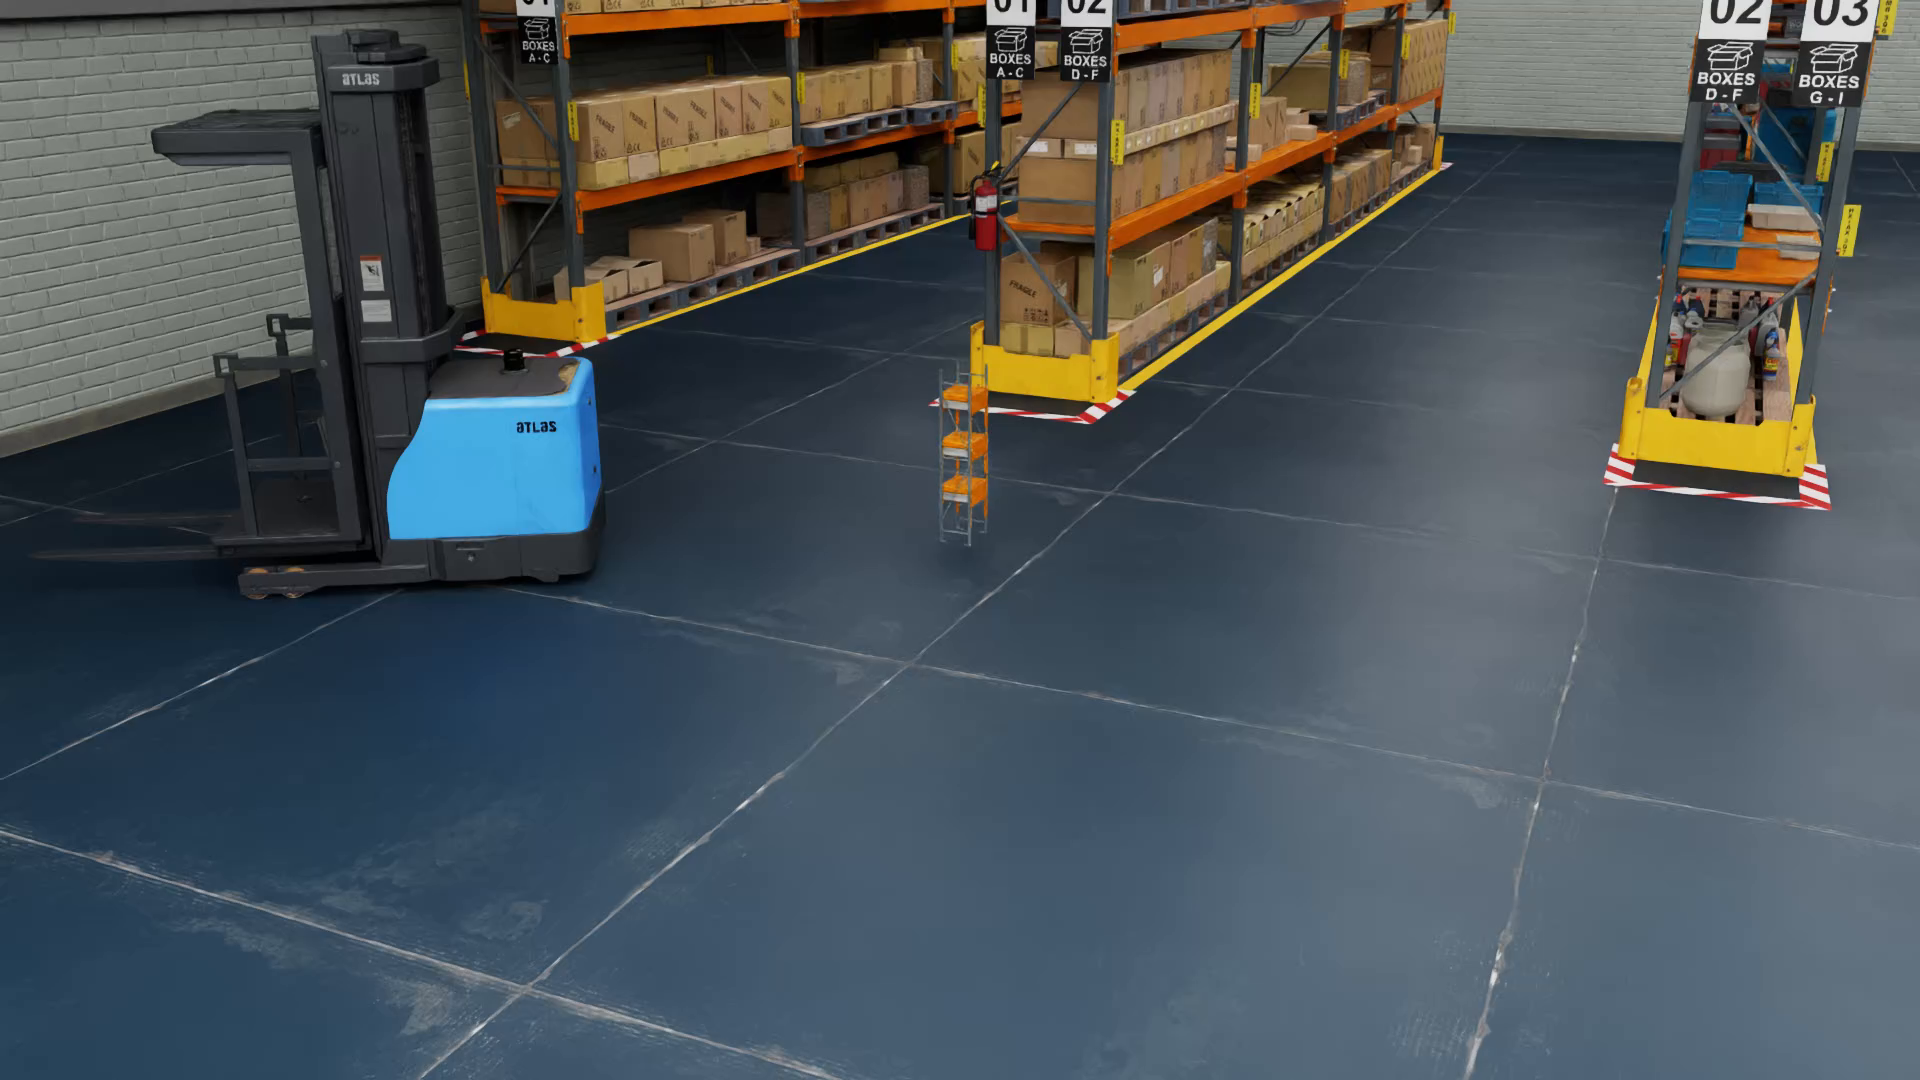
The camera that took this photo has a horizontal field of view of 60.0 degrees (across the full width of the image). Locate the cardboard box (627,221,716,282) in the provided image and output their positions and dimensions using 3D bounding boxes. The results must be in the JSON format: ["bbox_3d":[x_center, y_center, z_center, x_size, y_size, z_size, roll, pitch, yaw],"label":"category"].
[{"bbox_3d":[-2.901,-2.910,16.749,0.700,0.500,0.500,7,21,19],"label":"cardboard box"}]

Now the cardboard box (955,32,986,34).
[{"bbox_3d":[0.234,-7.088,23.682,0.500,0.250,0.500,8,21,21],"label":"cardboard box"}]

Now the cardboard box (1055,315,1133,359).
[{"bbox_3d":[1.098,-1.647,13.600,0.500,0.250,0.500,9,21,23],"label":"cardboard box"}]

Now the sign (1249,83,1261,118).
[{"bbox_3d":[2.820,-4.204,15.902,0.100,0.325,0.005,9,21,23],"label":"sign"}]

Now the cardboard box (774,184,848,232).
[{"bbox_3d":[-1.756,-3.934,19.629,0.700,0.500,0.500,8,21,22],"label":"cardboard box"}]

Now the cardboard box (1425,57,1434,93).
[{"bbox_3d":[6.874,-7.064,25.207,0.500,0.500,0.500,9,21,23],"label":"cardboard box"}]

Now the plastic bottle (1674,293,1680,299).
[{"bbox_3d":[6.300,-2.038,14.637,0.097,0.271,0.097,0,20,0],"label":"plastic bottle"}]

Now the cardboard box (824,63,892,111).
[{"bbox_3d":[-1.243,-5.461,20.041,0.700,0.500,0.500,9,21,23],"label":"cardboard box"}]

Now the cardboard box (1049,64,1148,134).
[{"bbox_3d":[1.110,-3.588,13.496,0.700,0.500,0.500,8,21,21],"label":"cardboard box"}]

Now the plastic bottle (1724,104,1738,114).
[{"bbox_3d":[9.329,-5.147,20.150,0.152,0.276,0.135,9,21,23],"label":"plastic bottle"}]

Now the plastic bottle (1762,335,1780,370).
[{"bbox_3d":[6.360,-1.468,13.037,0.097,0.271,0.097,0,20,0],"label":"plastic bottle"}]

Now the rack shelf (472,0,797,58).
[{"bbox_3d":[-3.027,-4.976,16.080,1.077,0.370,4.000,9,21,23],"label":"rack shelf"}]

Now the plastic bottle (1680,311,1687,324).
[{"bbox_3d":[6.018,-1.777,13.905,0.097,0.271,0.097,0,20,0],"label":"plastic bottle"}]

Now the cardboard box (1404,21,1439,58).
[{"bbox_3d":[6.882,-7.533,25.033,0.500,0.500,0.500,9,22,24],"label":"cardboard box"}]

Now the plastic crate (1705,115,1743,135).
[{"bbox_3d":[7.528,-3.954,16.515,0.402,0.464,0.583,9,21,23],"label":"plastic crate"}]

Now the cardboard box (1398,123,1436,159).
[{"bbox_3d":[7.229,-6.332,26.371,0.500,0.500,0.500,9,21,23],"label":"cardboard box"}]

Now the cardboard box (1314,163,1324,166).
[{"bbox_3d":[4.542,-4.724,21.849,0.500,0.500,0.500,8,21,21],"label":"cardboard box"}]

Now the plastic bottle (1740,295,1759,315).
[{"bbox_3d":[6.698,-1.896,14.120,0.144,0.351,0.185,9,21,23],"label":"plastic bottle"}]

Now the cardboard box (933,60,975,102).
[{"bbox_3d":[-0.137,-6.045,21.868,0.500,0.500,0.500,9,22,24],"label":"cardboard box"}]

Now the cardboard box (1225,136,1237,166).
[{"bbox_3d":[2.475,-3.920,16.738,0.500,0.250,0.500,10,22,26],"label":"cardboard box"}]

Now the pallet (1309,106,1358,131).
[{"bbox_3d":[4.165,-5.183,20.353,1.213,0.211,1.003,9,21,23],"label":"pallet"}]

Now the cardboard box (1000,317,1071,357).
[{"bbox_3d":[0.625,-1.718,13.800,0.500,0.250,0.500,9,21,23],"label":"cardboard box"}]

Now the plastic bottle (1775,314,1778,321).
[{"bbox_3d":[6.723,-1.730,13.754,0.061,0.283,0.133,10,22,26],"label":"plastic bottle"}]

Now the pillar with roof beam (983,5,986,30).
[{"bbox_3d":[4.493,-9.527,23.327,9.100,9.000,0.400,9,21,23],"label":"pillar with roof beam"}]

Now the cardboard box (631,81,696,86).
[{"bbox_3d":[-3.015,-4.380,16.884,0.500,0.500,0.500,9,22,24],"label":"cardboard box"}]

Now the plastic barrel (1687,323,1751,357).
[{"bbox_3d":[5.598,-1.321,12.293,0.421,0.512,0.421,0,20,0],"label":"plastic barrel"}]

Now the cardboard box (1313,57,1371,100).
[{"bbox_3d":[4.922,-5.976,21.520,0.700,0.500,0.500,3,20,9],"label":"cardboard box"}]

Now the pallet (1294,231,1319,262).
[{"bbox_3d":[3.579,-3.497,19.486,1.003,0.211,1.213,9,21,23],"label":"pallet"}]

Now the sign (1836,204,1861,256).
[{"bbox_3d":[5.693,-1.984,10.658,0.100,0.325,0.005,9,21,23],"label":"sign"}]

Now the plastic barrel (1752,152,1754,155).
[{"bbox_3d":[7.513,-3.472,15.460,0.301,0.262,0.301,0,20,0],"label":"plastic barrel"}]

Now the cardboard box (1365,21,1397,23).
[{"bbox_3d":[6.388,-7.608,25.243,0.500,0.500,0.500,9,21,23],"label":"cardboard box"}]

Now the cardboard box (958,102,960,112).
[{"bbox_3d":[-0.223,-5.695,21.852,0.380,0.149,0.250,8,21,22],"label":"cardboard box"}]

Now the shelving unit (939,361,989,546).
[{"bbox_3d":[0.022,-0.511,9.839,0.215,1.050,0.252,9,21,23],"label":"shelving unit"}]

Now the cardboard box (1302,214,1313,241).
[{"bbox_3d":[3.751,-3.607,19.111,0.500,0.250,0.500,8,21,22],"label":"cardboard box"}]

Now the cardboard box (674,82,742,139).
[{"bbox_3d":[-2.534,-4.312,16.691,0.500,0.500,0.500,8,21,21],"label":"cardboard box"}]

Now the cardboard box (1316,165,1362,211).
[{"bbox_3d":[4.818,-4.500,21.219,0.500,0.500,0.500,8,21,22],"label":"cardboard box"}]

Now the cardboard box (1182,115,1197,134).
[{"bbox_3d":[1.876,-3.686,14.740,0.380,0.149,0.250,9,22,24],"label":"cardboard box"}]

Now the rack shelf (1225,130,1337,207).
[{"bbox_3d":[3.132,-4.106,18.113,1.077,0.370,4.000,9,21,23],"label":"rack shelf"}]

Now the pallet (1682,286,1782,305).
[{"bbox_3d":[7.615,-2.459,16.568,1.003,0.211,1.213,9,21,23],"label":"pallet"}]

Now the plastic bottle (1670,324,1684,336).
[{"bbox_3d":[5.730,-1.592,13.376,0.152,0.276,0.135,8,21,21],"label":"plastic bottle"}]

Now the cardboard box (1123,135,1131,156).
[{"bbox_3d":[1.138,-3.135,13.191,0.380,0.149,0.250,8,21,21],"label":"cardboard box"}]

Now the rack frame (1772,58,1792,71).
[{"bbox_3d":[11.745,-6.822,24.673,1.000,3.000,0.127,9,21,23],"label":"rack frame"}]

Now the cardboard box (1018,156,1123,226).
[{"bbox_3d":[0.878,-2.799,13.214,0.700,0.500,0.500,9,21,23],"label":"cardboard box"}]

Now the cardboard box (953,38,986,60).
[{"bbox_3d":[0.071,-6.553,22.177,0.500,0.250,0.500,8,21,22],"label":"cardboard box"}]

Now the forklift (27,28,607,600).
[{"bbox_3d":[-3.607,-1.244,9.092,3.031,2.935,1.130,-2,20,-6],"label":"forklift"}]

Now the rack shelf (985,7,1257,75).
[{"bbox_3d":[1.494,-4.297,14.172,1.077,0.370,4.000,9,21,23],"label":"rack shelf"}]

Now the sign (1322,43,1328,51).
[{"bbox_3d":[5.091,-6.760,23.207,0.100,0.325,0.005,9,21,23],"label":"sign"}]

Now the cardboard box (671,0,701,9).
[{"bbox_3d":[-2.819,-5.313,15.775,0.500,0.500,0.500,10,22,26],"label":"cardboard box"}]

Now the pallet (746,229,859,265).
[{"bbox_3d":[-1.890,-3.437,19.318,1.003,0.211,1.213,9,21,23],"label":"pallet"}]

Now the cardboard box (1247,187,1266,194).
[{"bbox_3d":[3.261,-3.942,19.216,0.500,0.311,0.500,8,21,21],"label":"cardboard box"}]

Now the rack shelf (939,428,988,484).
[{"bbox_3d":[0.022,-0.501,9.842,0.215,0.259,0.240,9,21,23],"label":"rack shelf"}]

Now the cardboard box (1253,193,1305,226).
[{"bbox_3d":[3.545,-3.716,18.580,0.500,0.311,0.500,8,21,22],"label":"cardboard box"}]

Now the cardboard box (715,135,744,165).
[{"bbox_3d":[-2.528,-3.958,16.815,0.500,0.250,0.500,8,21,22],"label":"cardboard box"}]

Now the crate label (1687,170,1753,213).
[{"bbox_3d":[5.700,-2.547,12.601,0.502,0.435,0.616,9,21,23],"label":"crate label"}]

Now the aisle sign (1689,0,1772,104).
[{"bbox_3d":[4.892,-3.174,10.537,0.394,0.787,0.004,9,21,23],"label":"aisle sign"}]

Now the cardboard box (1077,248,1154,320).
[{"bbox_3d":[1.301,-2.153,13.905,0.500,0.500,0.500,9,21,23],"label":"cardboard box"}]

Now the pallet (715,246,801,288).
[{"bbox_3d":[-2.450,-2.989,18.057,1.003,0.211,1.213,9,21,23],"label":"pallet"}]

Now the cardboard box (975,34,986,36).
[{"bbox_3d":[0.475,-6.863,23.049,0.500,0.250,0.500,8,21,22],"label":"cardboard box"}]

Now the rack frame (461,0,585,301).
[{"bbox_3d":[-3.846,-3.290,14.743,1.000,3.000,0.127,9,21,23],"label":"rack frame"}]

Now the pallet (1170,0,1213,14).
[{"bbox_3d":[1.487,-4.570,13.997,1.003,0.211,1.213,9,21,23],"label":"pallet"}]
